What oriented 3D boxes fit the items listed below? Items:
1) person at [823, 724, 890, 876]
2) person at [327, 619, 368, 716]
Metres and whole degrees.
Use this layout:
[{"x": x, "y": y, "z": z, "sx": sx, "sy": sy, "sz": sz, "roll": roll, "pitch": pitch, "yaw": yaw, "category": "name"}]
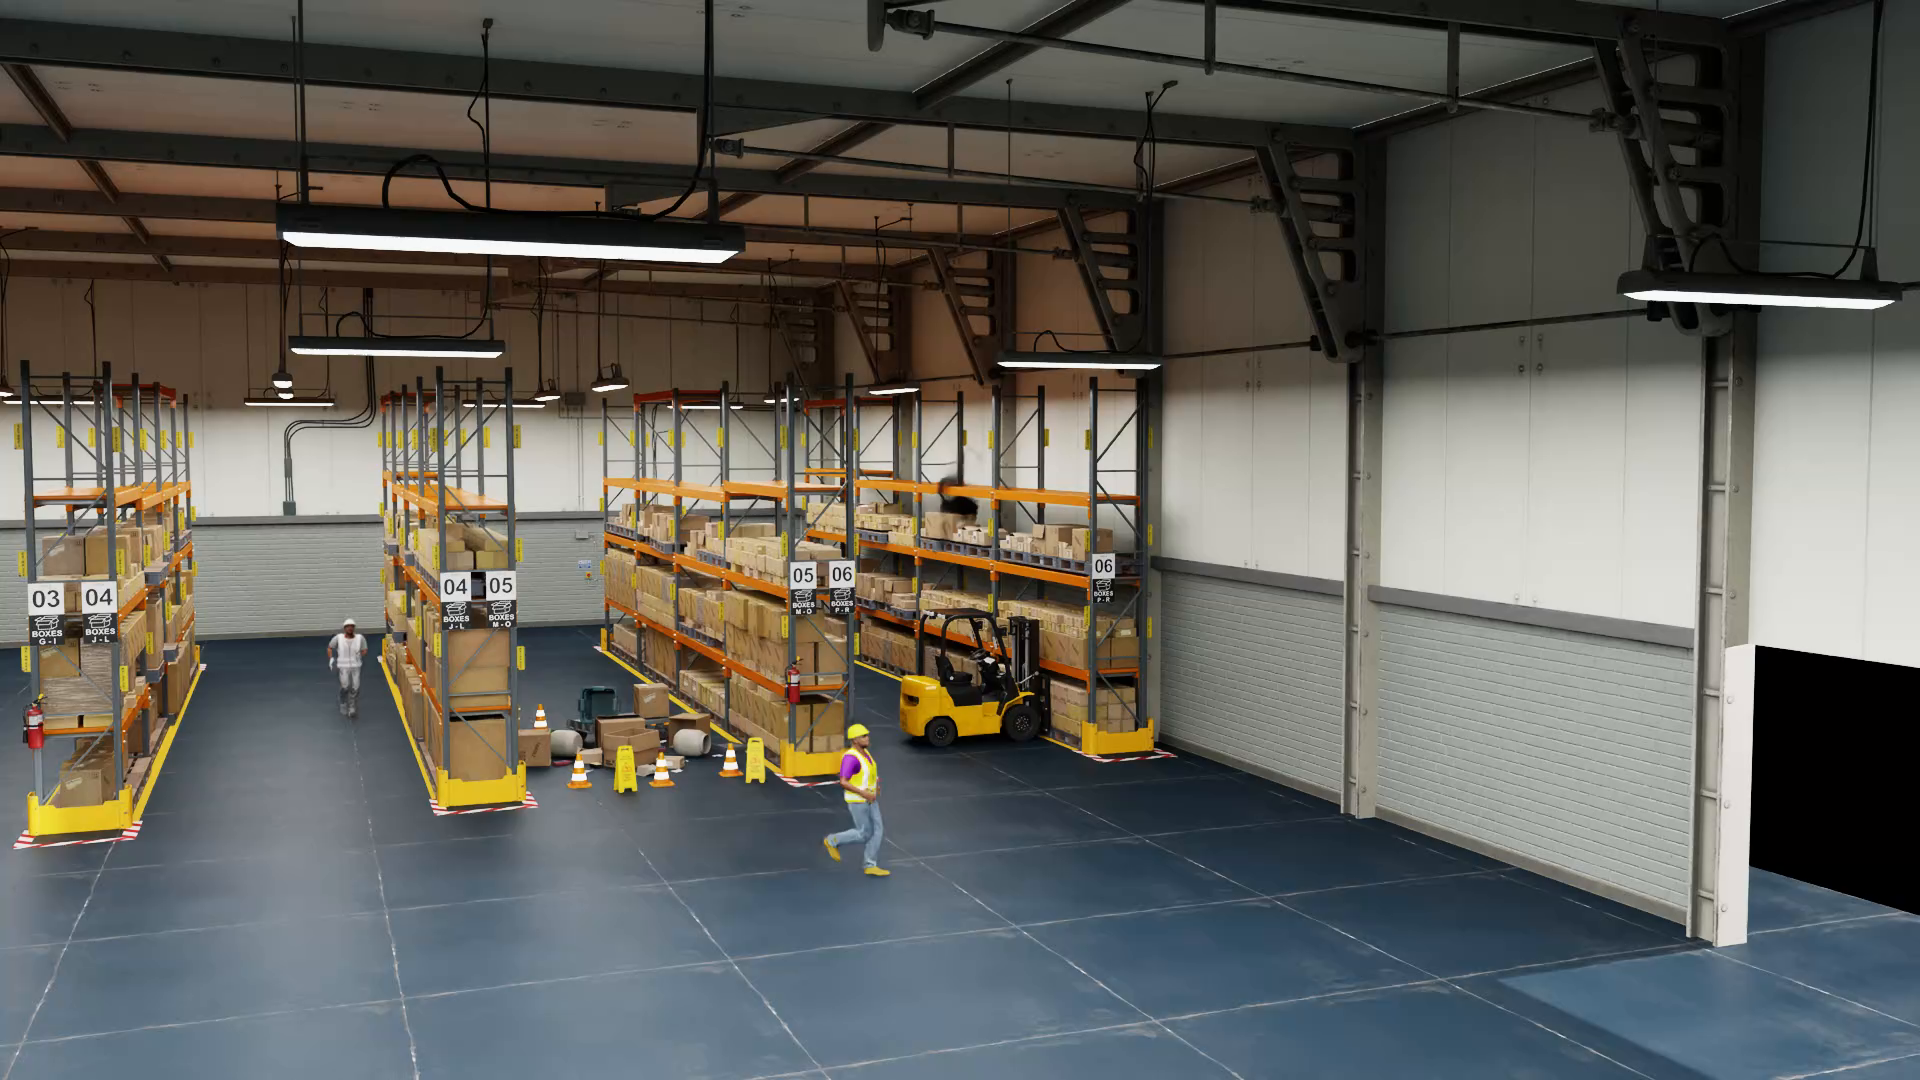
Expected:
[{"x": -1.170, "y": 2.984, "z": 19.157, "sx": 0.787, "sy": 1.735, "sz": 0.698, "roll": 1, "pitch": 4, "yaw": 19, "category": "person"}, {"x": -11.019, "y": 2.303, "z": 30.020, "sx": 0.665, "sy": 1.745, "sz": 0.665, "roll": -2, "pitch": 4, "yaw": -30, "category": "person"}]
